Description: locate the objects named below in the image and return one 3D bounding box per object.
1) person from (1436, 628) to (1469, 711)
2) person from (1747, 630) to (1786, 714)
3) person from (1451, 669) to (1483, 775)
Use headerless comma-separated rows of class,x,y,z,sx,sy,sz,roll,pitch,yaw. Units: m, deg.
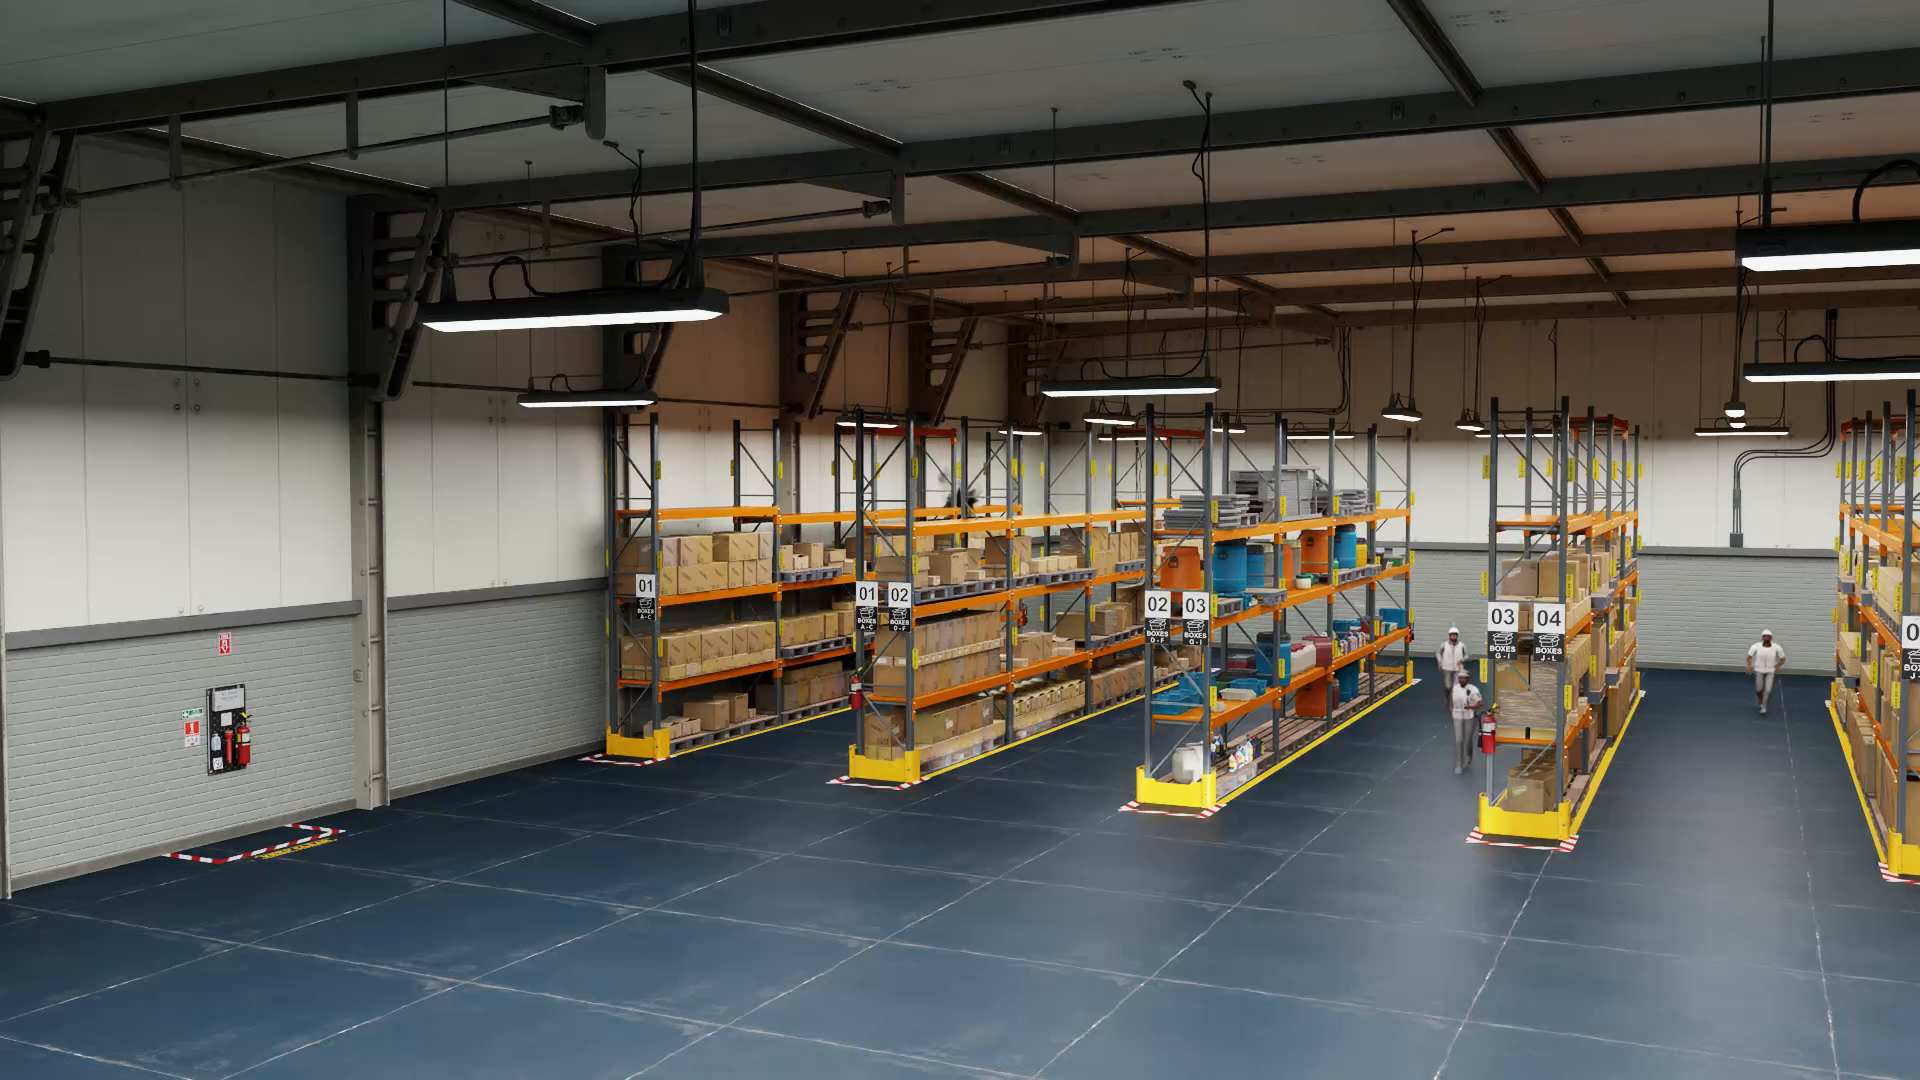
person,10.221,2.687,34.496,0.650,1.732,0.566,1,2,14
person,16.627,2.709,34.302,0.714,1.722,0.591,1,3,28
person,8.425,2.992,27.677,0.566,1.719,0.870,1,3,28
